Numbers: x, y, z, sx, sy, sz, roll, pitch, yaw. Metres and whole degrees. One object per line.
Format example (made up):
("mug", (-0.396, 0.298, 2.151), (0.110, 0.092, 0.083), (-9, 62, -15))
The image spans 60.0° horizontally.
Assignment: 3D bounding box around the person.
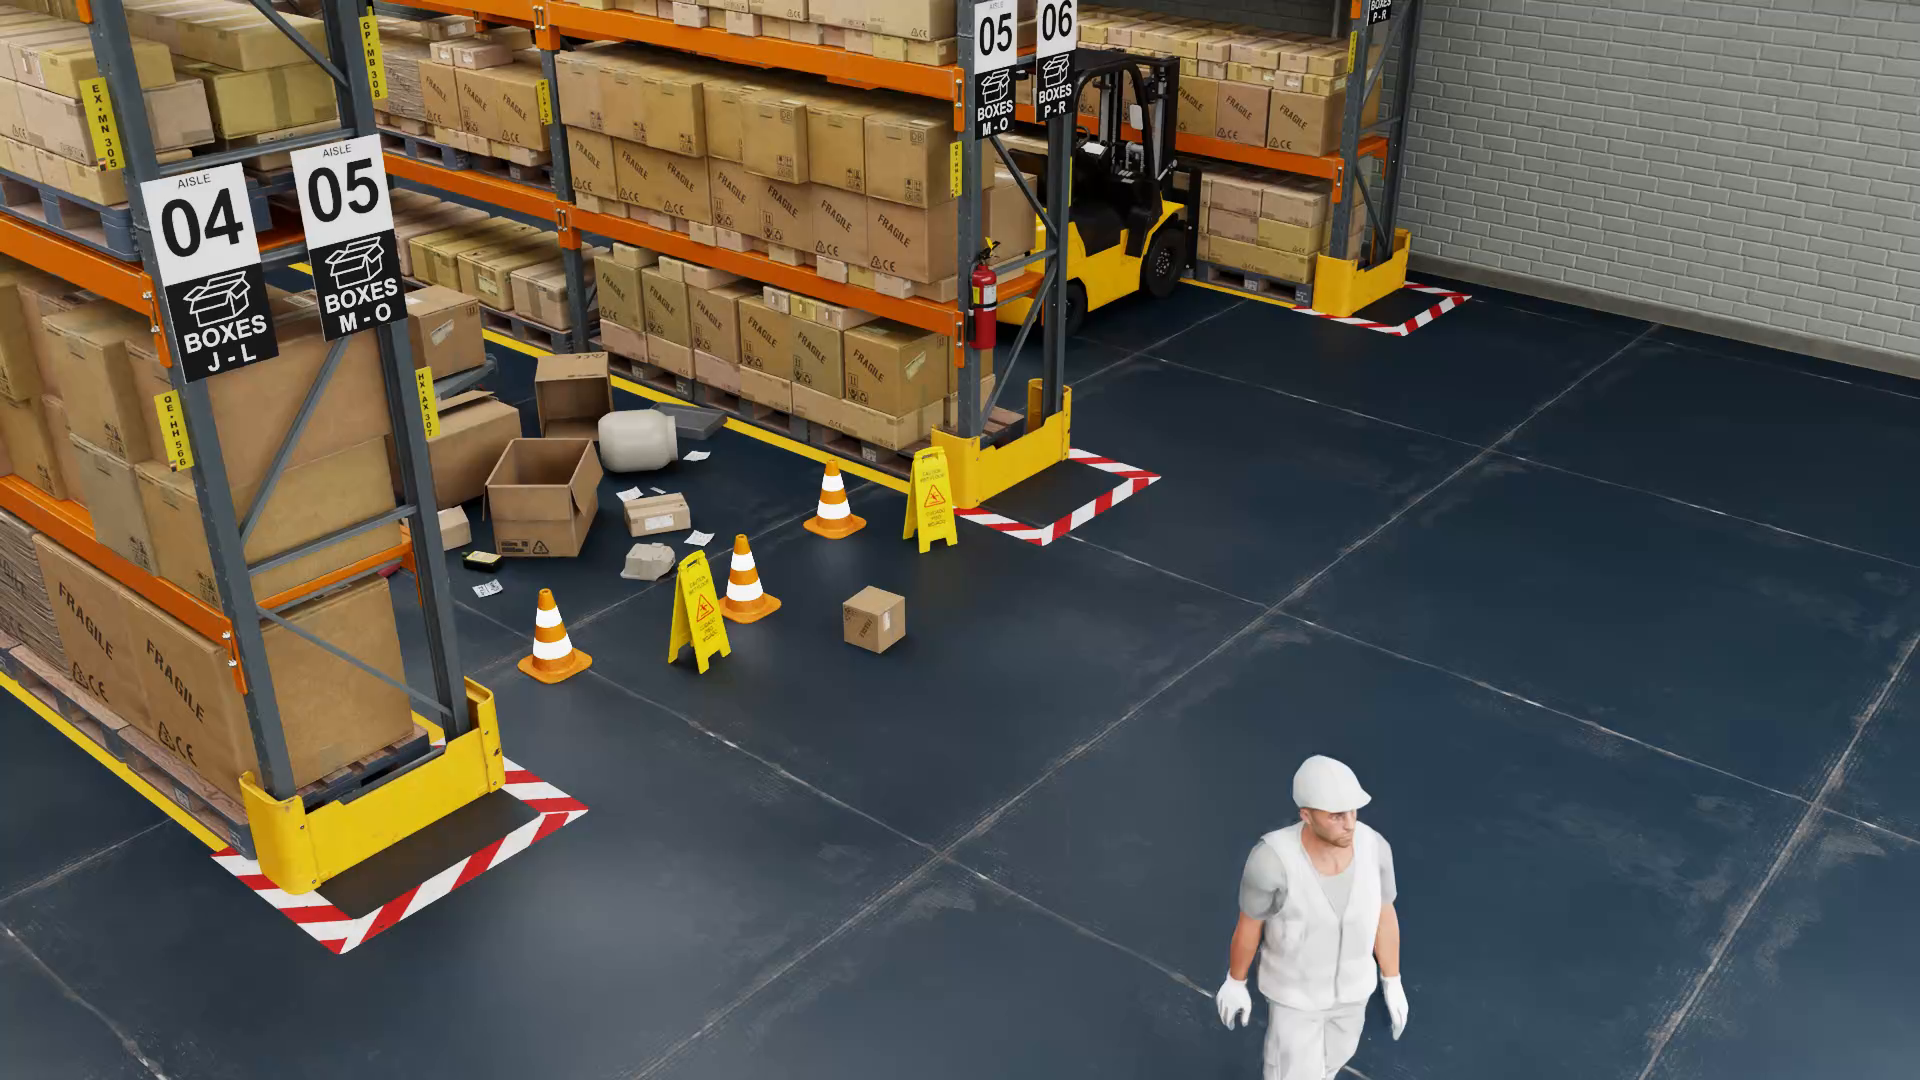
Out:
("person", (1.197, 1.550, 5.578), (0.590, 1.840, 0.513), (-8, 28, -15))
